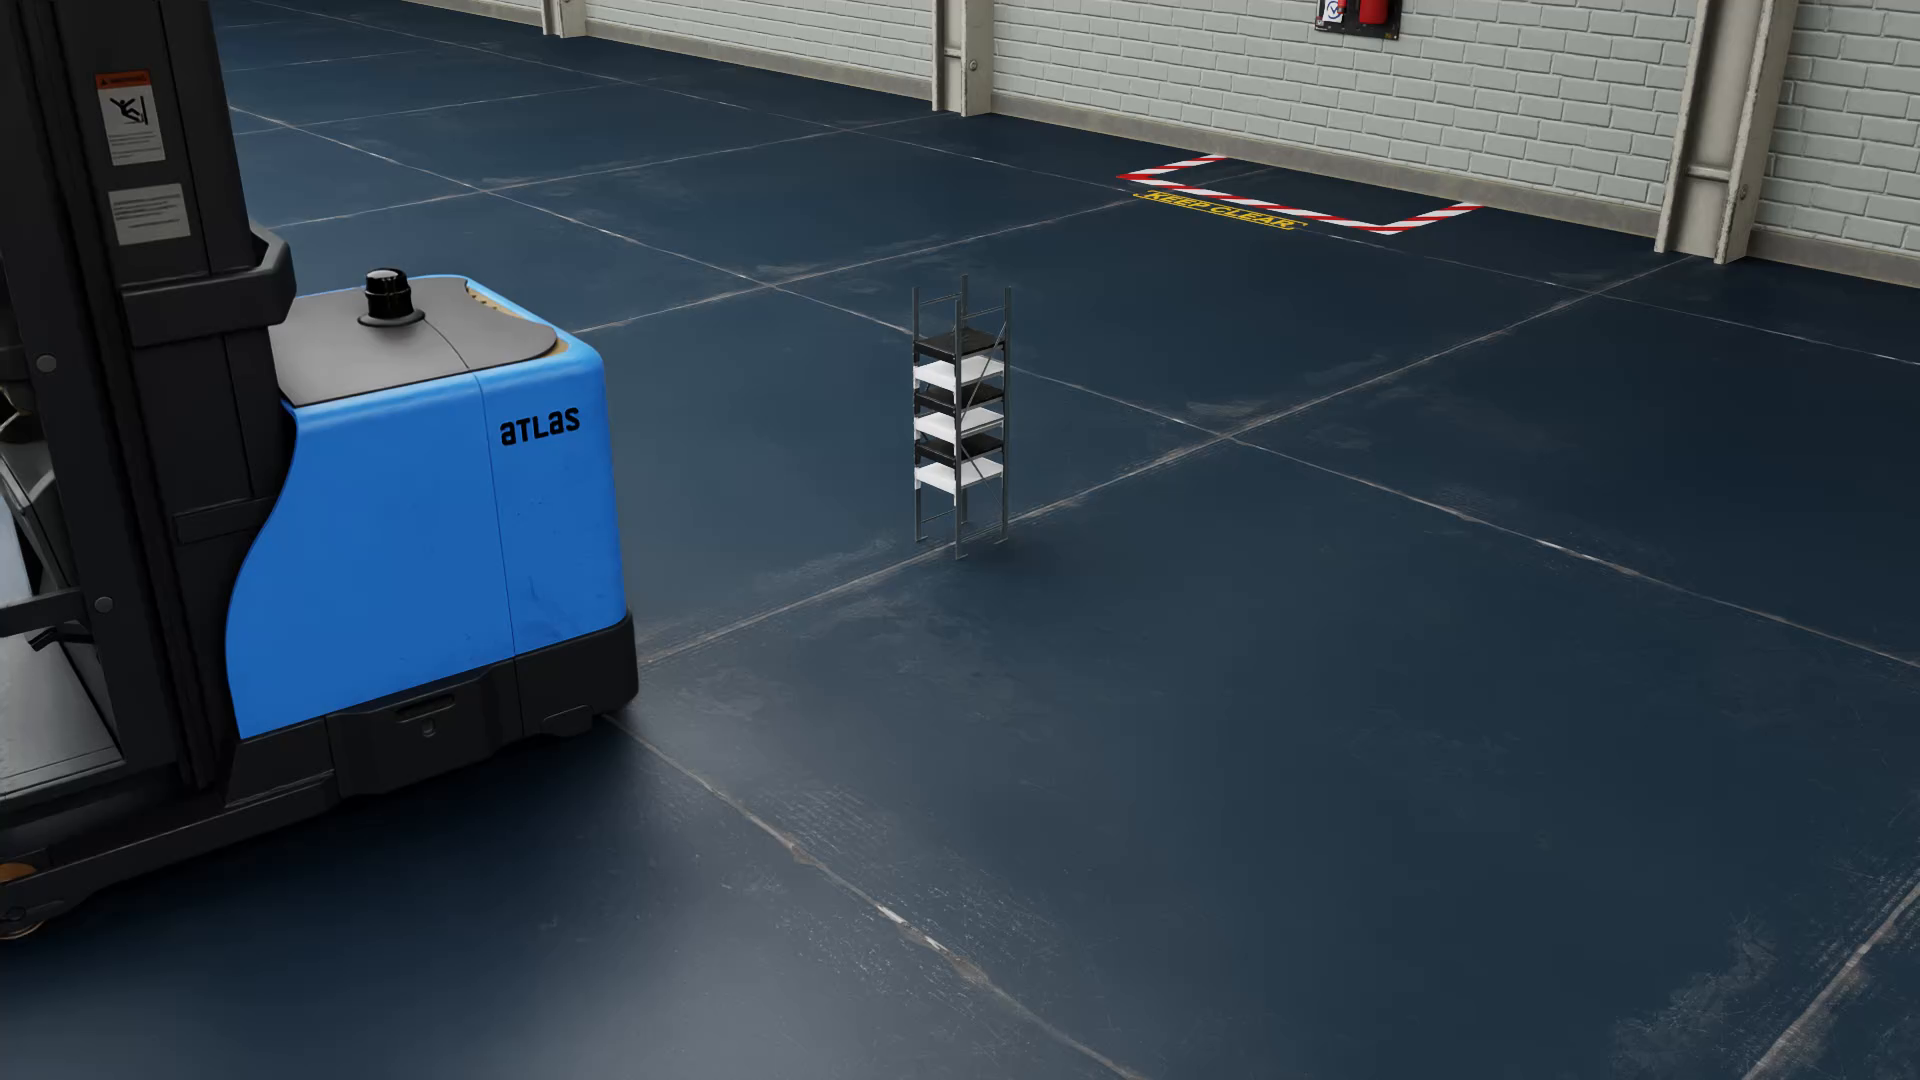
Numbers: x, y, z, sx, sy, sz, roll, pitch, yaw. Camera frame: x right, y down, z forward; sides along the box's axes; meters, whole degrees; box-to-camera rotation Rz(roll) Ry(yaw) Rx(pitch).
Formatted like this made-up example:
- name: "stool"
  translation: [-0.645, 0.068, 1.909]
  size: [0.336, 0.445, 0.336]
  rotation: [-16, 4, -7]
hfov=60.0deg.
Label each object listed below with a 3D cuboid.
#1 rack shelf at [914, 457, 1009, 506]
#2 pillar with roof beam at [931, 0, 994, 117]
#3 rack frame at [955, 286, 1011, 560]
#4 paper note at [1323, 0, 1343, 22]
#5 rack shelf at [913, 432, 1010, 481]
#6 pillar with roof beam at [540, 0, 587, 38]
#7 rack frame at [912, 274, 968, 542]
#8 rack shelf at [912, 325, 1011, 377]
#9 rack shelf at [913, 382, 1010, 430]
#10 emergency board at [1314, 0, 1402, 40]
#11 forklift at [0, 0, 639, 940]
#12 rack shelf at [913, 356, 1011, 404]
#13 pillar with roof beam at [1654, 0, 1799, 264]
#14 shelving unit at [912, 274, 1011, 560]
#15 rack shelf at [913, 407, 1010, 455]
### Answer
- name: "rack shelf"
  translation: [0.006, -0.213, 5.646]
  size: [0.258, 0.077, 0.200]
  rotation: [-21, 32, -38]
- name: "pillar with roof beam"
  translation: [-3.122, -6.290, 8.696]
  size: [9.100, 9.000, 0.400]
  rotation: [-21, 32, -38]
- name: "rack frame"
  translation: [0.075, -0.376, 5.490]
  size: [0.240, 0.900, 0.006]
  rotation: [-21, 32, -38]
- name: "paper note"
  translation: [2.390, -3.396, 10.641]
  size: [0.016, 0.148, 0.142]
  rotation: [-21, 32, -38]
- name: "rack shelf"
  translation: [0.006, -0.295, 5.609]
  size: [0.258, 0.077, 0.200]
  rotation: [-21, 32, -38]
- name: "pillar with roof beam"
  translation: [-7.223, -8.108, 12.680]
  size: [9.100, 9.000, 0.400]
  rotation: [-21, 32, -38]
- name: "rack frame"
  translation: [-0.064, -0.438, 5.625]
  size: [0.240, 0.900, 0.006]
  rotation: [-21, 32, -38]
- name: "rack shelf"
  translation: [0.006, -0.622, 5.460]
  size: [0.258, 0.077, 0.200]
  rotation: [-21, 32, -38]
- name: "rack shelf"
  translation: [0.006, -0.459, 5.534]
  size: [0.258, 0.077, 0.200]
  rotation: [-21, 32, -38]
- name: "emergency board"
  translation: [2.461, -3.724, 10.298]
  size: [0.194, 1.169, 0.643]
  rotation: [-21, 32, -38]
- name: "forklift"
  translation: [-2.381, -0.630, 3.600]
  size: [3.031, 2.935, 1.130]
  rotation: [-17, 30, -33]
- name: "rack shelf"
  translation: [0.006, -0.540, 5.497]
  size: [0.258, 0.077, 0.200]
  rotation: [-21, 32, -38]
- name: "pillar with roof beam"
  translation: [0.979, -4.472, 4.711]
  size: [9.100, 9.000, 0.400]
  rotation: [-21, 32, -38]
- name: "shelving unit"
  translation: [0.006, -0.407, 5.558]
  size: [0.258, 0.900, 0.210]
  rotation: [-21, 32, -38]
- name: "rack shelf"
  translation: [0.006, -0.377, 5.572]
  size: [0.258, 0.077, 0.200]
  rotation: [-21, 32, -38]
